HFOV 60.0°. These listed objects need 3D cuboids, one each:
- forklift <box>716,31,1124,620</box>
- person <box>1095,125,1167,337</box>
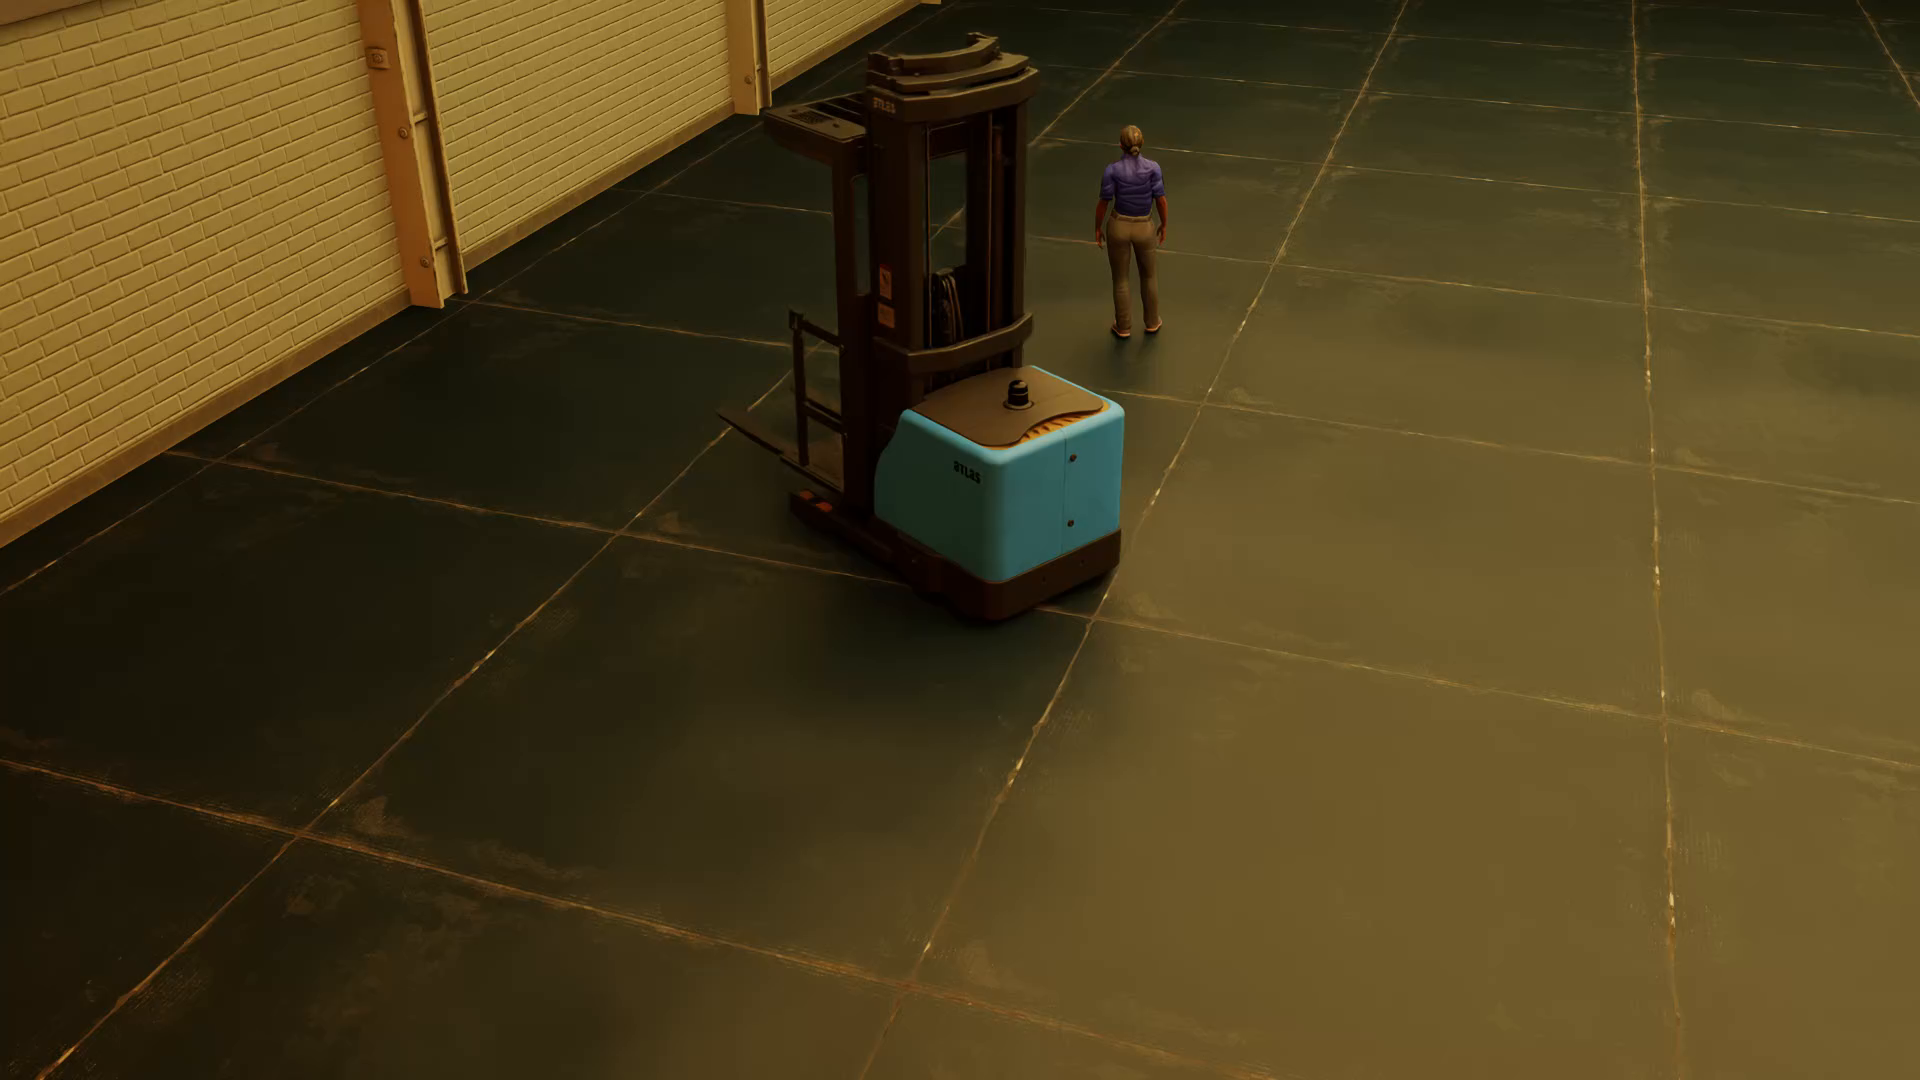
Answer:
[{"bbox_3d":[-0.407,-1.485,9.741,1.130,2.935,3.031,-23,37,-34],"label":"forklift"},{"bbox_3d":[1.294,-2.337,12.512,0.569,1.654,0.504,1,30,2],"label":"person"}]
